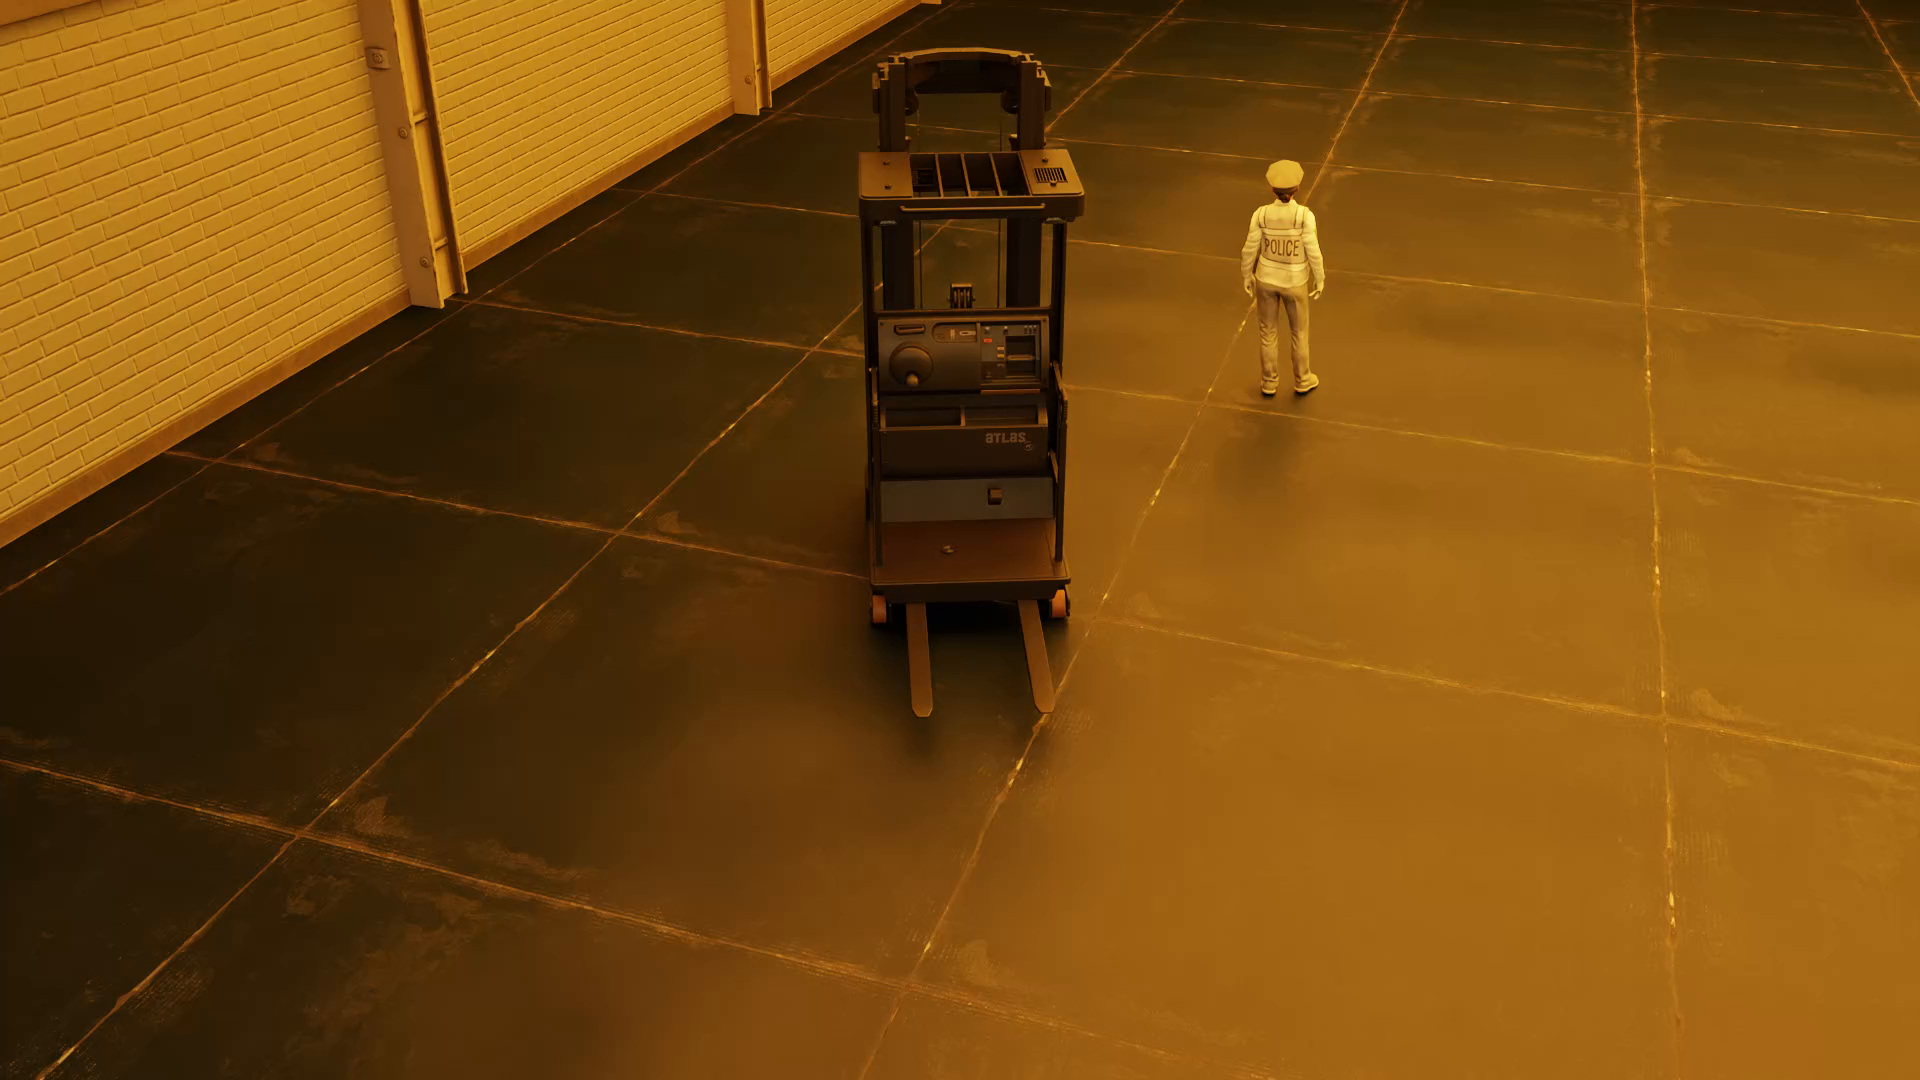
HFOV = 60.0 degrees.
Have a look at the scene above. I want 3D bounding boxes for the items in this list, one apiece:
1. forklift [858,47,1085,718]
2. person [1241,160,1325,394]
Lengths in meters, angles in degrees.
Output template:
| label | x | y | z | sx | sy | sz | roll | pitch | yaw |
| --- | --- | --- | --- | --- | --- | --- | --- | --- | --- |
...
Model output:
| label | x | y | z | sx | sy | sz | roll | pitch | yaw |
| --- | --- | --- | --- | --- | --- | --- | --- | --- | --- |
| forklift | 0.035 | -0.972 | 8.842 | 1.130 | 2.935 | 3.031 | -2 | 30 | -3 |
| person | 2.254 | -1.824 | 11.570 | 0.587 | 1.694 | 0.531 | 11 | 31 | 18 |
